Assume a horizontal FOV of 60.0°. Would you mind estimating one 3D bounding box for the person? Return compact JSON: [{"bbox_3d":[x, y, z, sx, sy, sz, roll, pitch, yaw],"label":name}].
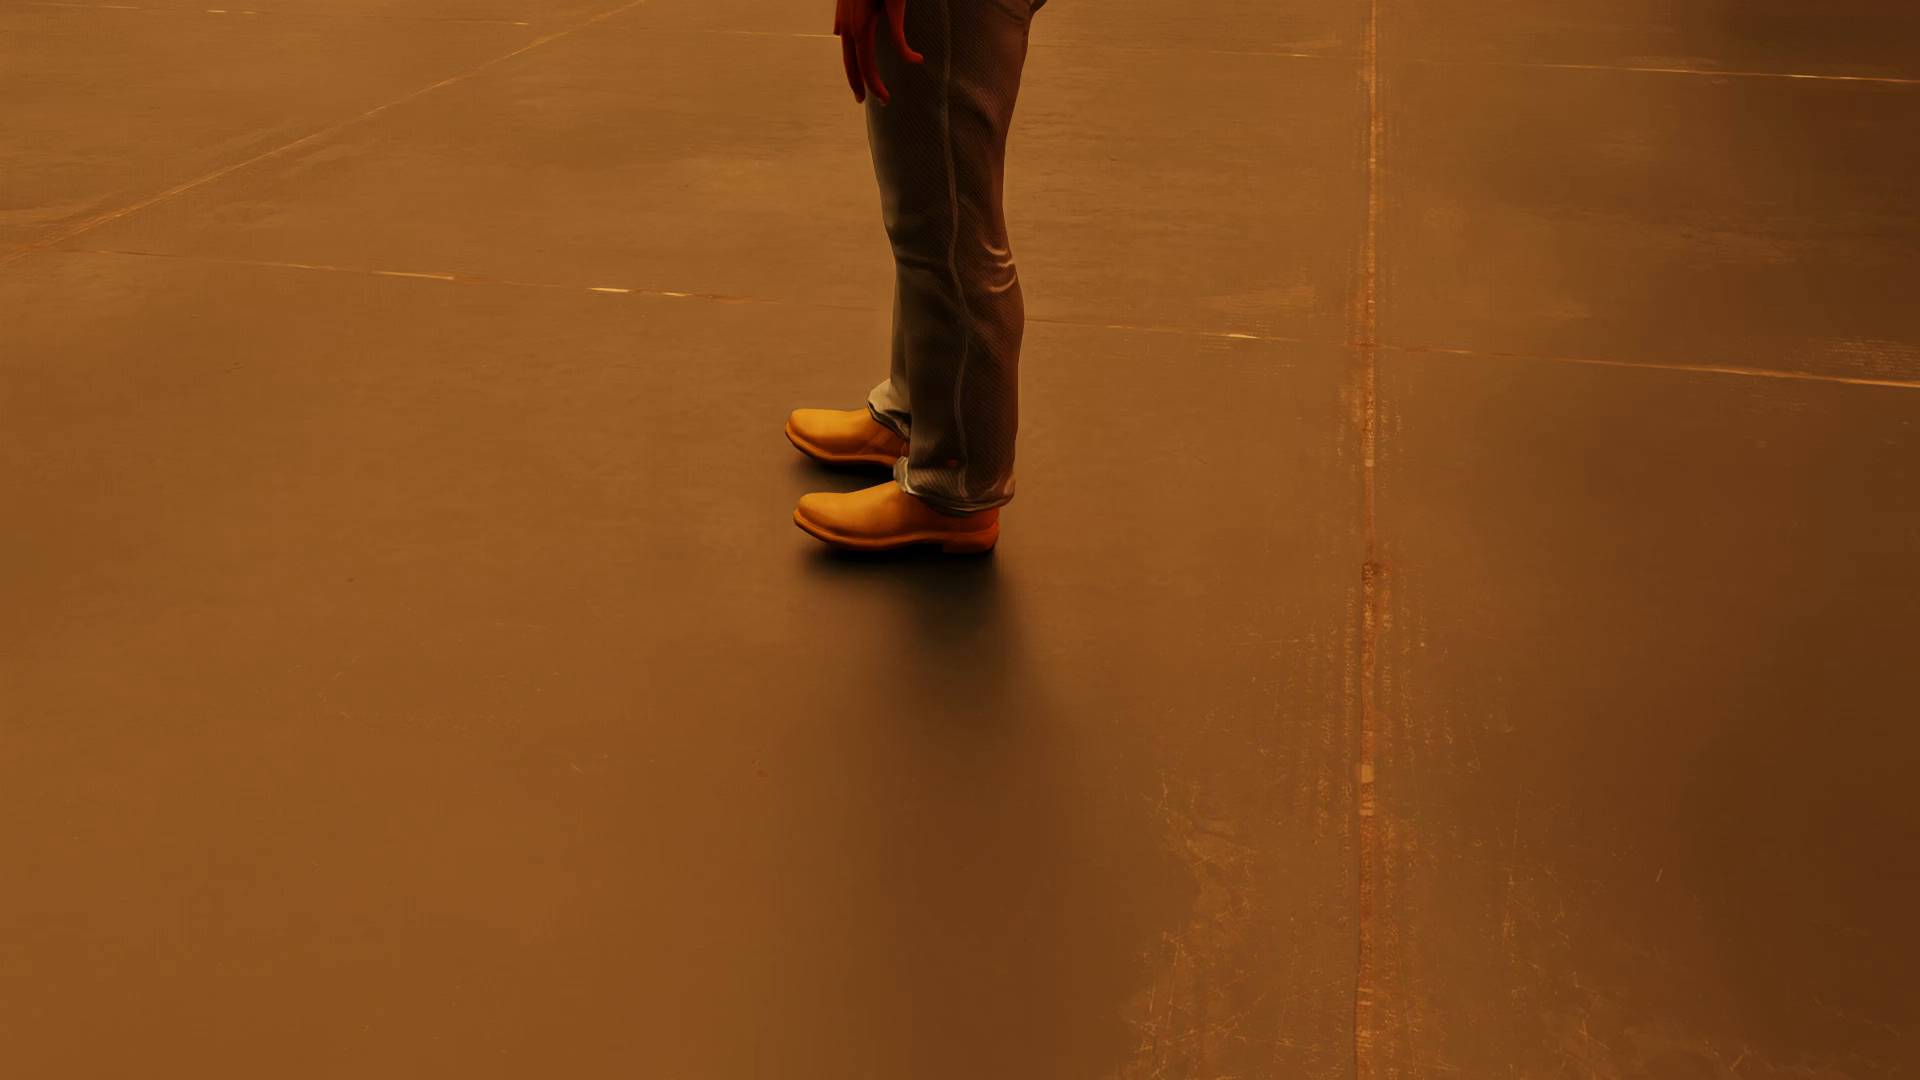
[{"bbox_3d":[-0.066,-0.805,2.118,0.577,1.765,0.665,6,27,11],"label":"person"}]
